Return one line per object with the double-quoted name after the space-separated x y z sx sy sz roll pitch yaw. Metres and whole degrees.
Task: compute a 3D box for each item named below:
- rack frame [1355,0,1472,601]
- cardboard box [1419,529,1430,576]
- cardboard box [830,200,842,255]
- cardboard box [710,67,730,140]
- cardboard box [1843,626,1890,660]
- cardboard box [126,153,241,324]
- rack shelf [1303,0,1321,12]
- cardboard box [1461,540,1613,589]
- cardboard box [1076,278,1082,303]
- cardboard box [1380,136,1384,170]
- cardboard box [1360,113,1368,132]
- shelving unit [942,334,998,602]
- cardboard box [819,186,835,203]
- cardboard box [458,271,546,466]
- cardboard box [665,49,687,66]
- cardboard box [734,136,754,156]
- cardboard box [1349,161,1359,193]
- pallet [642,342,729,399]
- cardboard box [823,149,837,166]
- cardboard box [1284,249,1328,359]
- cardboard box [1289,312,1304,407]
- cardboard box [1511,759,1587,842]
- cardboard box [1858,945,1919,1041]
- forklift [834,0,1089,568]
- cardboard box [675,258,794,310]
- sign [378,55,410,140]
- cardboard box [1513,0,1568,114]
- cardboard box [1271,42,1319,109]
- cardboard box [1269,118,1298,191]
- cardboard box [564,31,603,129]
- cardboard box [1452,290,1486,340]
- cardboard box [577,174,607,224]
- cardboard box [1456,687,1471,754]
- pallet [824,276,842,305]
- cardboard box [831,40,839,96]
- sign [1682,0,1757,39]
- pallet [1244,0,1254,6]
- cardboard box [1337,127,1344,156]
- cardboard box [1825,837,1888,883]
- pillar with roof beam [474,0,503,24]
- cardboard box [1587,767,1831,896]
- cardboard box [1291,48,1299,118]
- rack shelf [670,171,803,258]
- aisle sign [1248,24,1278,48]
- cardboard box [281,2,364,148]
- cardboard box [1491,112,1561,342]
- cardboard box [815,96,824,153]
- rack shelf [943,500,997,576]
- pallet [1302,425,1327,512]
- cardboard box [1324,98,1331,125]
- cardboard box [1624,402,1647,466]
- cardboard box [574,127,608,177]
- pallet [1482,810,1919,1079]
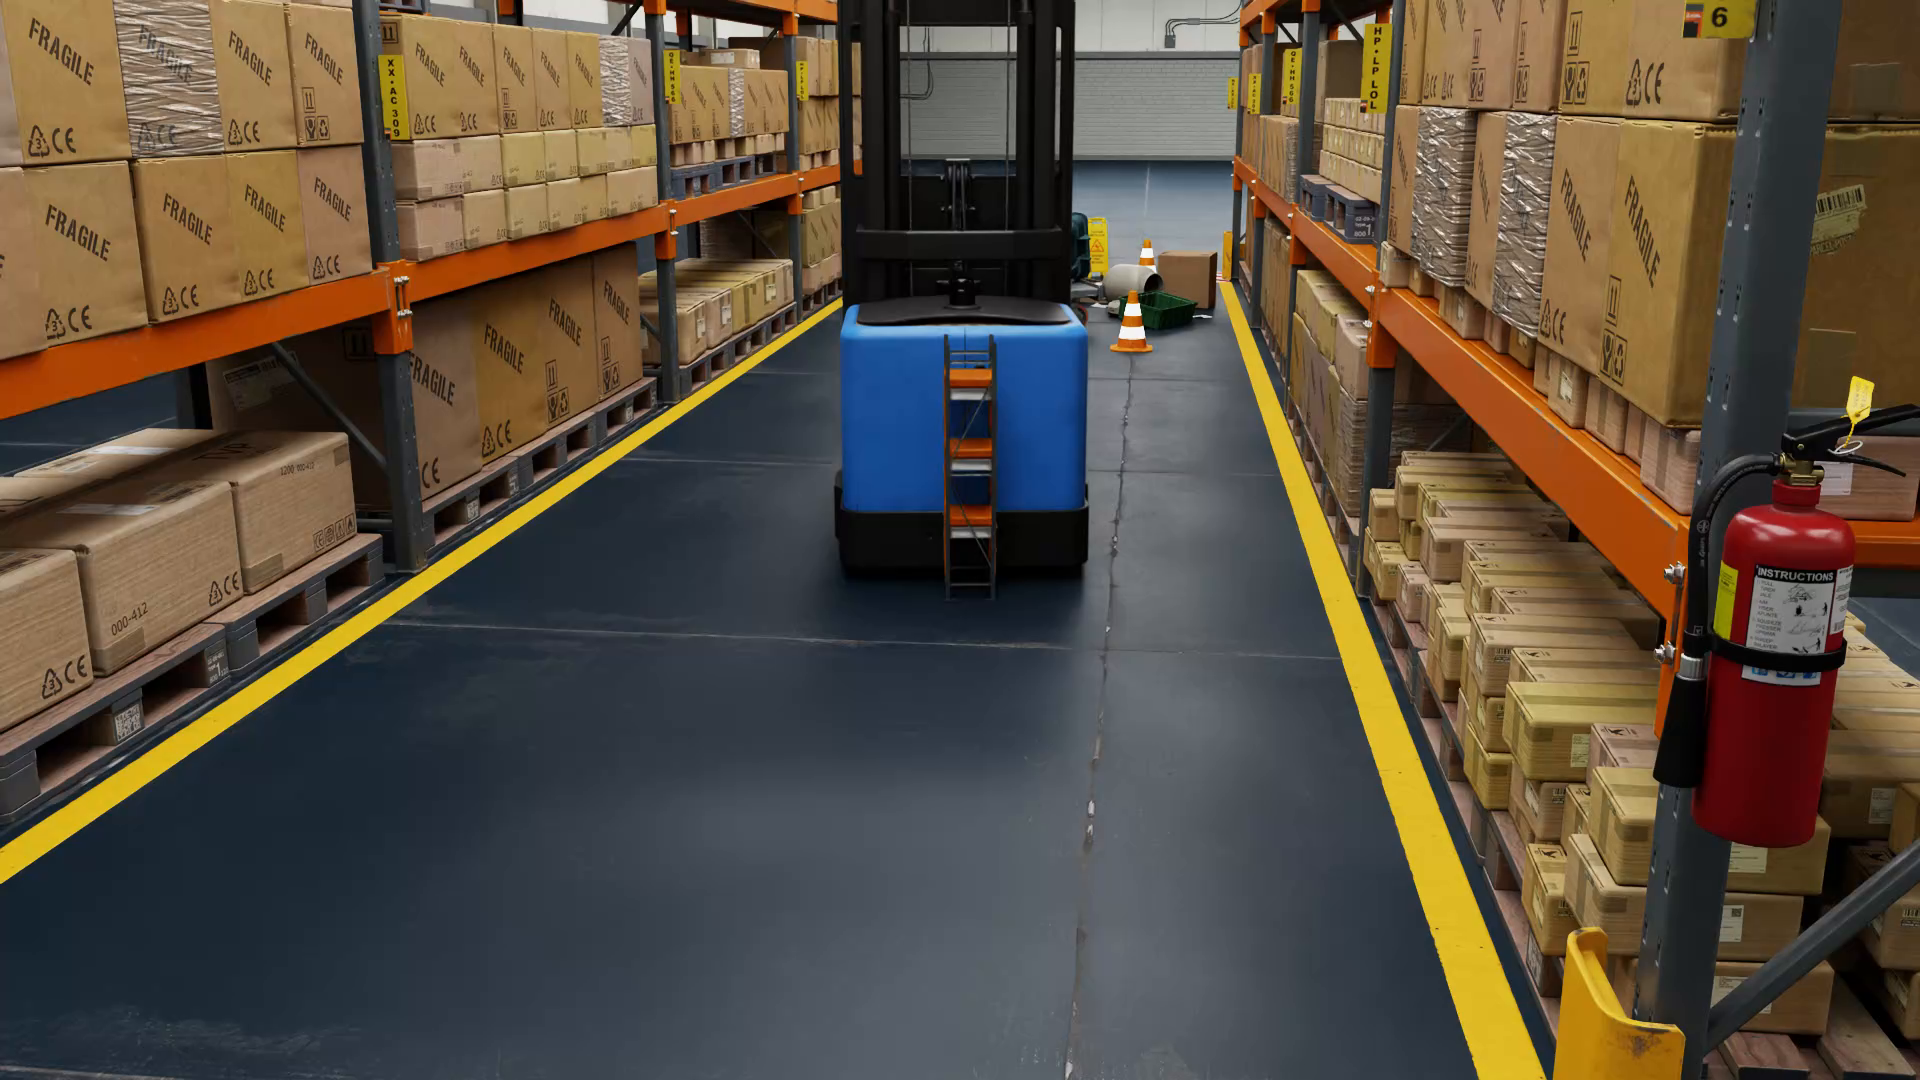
2.121 -1.204 6.369 1.000 3.000 0.127 2 15 6 "rack frame"
1.832 0.043 5.845 0.380 0.149 0.250 2 15 6 "cardboard box"
-1.462 -3.055 16.239 0.500 0.500 0.500 3 15 9 "cardboard box"
-1.971 -3.139 11.958 0.500 0.500 0.500 2 15 7 "cardboard box"
2.121 0.319 4.255 0.380 0.149 0.250 2 15 8 "cardboard box"
-2.701 -0.980 5.348 0.500 0.500 0.500 1 15 5 "cardboard box"
2.347 -2.824 7.990 1.077 0.370 4.000 2 15 6 "rack shelf"
1.742 0.107 5.037 0.380 0.149 0.250 1 15 4 "cardboard box"
0.766 -2.524 15.771 0.797 0.637 0.503 2 15 6 "cardboard box"
2.030 -1.671 7.202 0.380 0.149 0.250 2 15 9 "cardboard box"
2.121 -2.021 7.926 0.380 0.149 0.250 1 15 4 "cardboard box"
0.039 -0.290 6.725 0.215 1.050 0.252 0 15 -2 "shelving unit"
-1.413 -3.328 16.008 0.380 0.149 0.250 3 15 9 "cardboard box"
-2.724 -0.899 8.505 0.875 0.875 0.875 2 15 8 "cardboard box"
-2.330 -3.710 12.828 0.380 0.149 0.250 3 15 9 "cardboard box"
-1.819 -3.074 12.962 0.380 0.149 0.250 2 15 6 "cardboard box"
2.143 -1.802 8.255 0.380 0.149 0.250 1 15 4 "cardboard box"
-2.267 -1.218 11.761 1.003 0.211 1.213 2 15 6 "pallet"
-1.398 -3.681 16.011 0.380 0.149 0.250 2 15 7 "cardboard box"
2.731 -1.514 11.019 1.050 0.750 0.750 1 15 5 "cardboard box"
2.240 -1.062 9.826 0.500 0.500 0.500 1 15 4 "cardboard box"
1.503 0.583 3.847 0.380 0.149 0.250 1 15 4 "cardboard box"
2.047 0.880 3.317 0.380 0.149 0.250 2 15 7 "cardboard box"
-0.025 -1.627 8.065 1.130 2.935 3.031 0 15 -2 "forklift"
-1.962 -2.197 14.269 0.950 0.372 0.625 2 15 7 "cardboard box"
-2.257 -1.764 6.629 0.100 0.325 0.005 2 15 6 "sign"
1.581 -1.234 3.802 0.500 0.500 0.500 2 15 9 "cardboard box"
3.100 -3.967 14.232 0.875 0.550 0.550 2 15 6 "cardboard box"
2.525 -2.807 12.104 0.500 0.500 0.500 2 15 7 "cardboard box"
-2.268 -2.488 9.011 0.500 0.500 0.500 2 15 6 "cardboard box"
1.664 -0.676 4.897 0.380 0.149 0.250 2 15 9 "cardboard box"
-2.271 -1.887 9.181 0.500 0.250 0.500 2 15 6 "cardboard box"
1.598 0.526 4.629 0.380 0.149 0.250 2 15 7 "cardboard box"
-1.730 -2.545 16.670 1.003 0.211 1.213 2 15 6 "pallet"
-1.478 -4.442 15.667 0.700 0.500 0.500 1 15 5 "cardboard box"
1.121 -0.900 2.420 0.100 0.325 0.005 2 15 6 "sign"
3.402 -5.529 16.786 1.003 0.211 1.213 2 15 6 "pallet"
2.235 -2.142 8.944 0.380 0.149 0.250 2 15 7 "cardboard box"
2.071 0.665 3.542 0.380 0.149 0.250 2 15 6 "cardboard box"
-2.406 -8.753 22.792 9.100 9.000 0.400 2 15 6 "pillar with roof beam"
1.478 0.575 3.307 0.380 0.149 0.250 2 15 7 "cardboard box"
2.861 -3.417 12.444 0.700 0.500 0.500 2 15 7 "cardboard box"
-2.131 -2.533 12.660 1.077 0.370 4.000 2 15 6 "rack shelf"
3.185 -5.599 17.640 0.394 0.787 0.004 2 15 6 "aisle sign"
-2.587 -1.724 6.185 0.500 0.500 0.500 2 15 6 "cardboard box"
1.576 -0.748 3.920 0.500 0.500 0.500 2 15 6 "cardboard box"
-1.546 -3.827 15.308 0.500 0.500 0.500 2 15 6 "cardboard box"
0.039 -0.012 6.800 0.215 0.259 0.240 0 15 -2 "rack shelf"
2.343 -0.377 8.653 1.003 0.211 1.213 2 15 6 "pallet"
2.328 -2.495 9.680 0.380 0.149 0.250 2 15 6 "cardboard box"
1.491 -0.202 3.143 0.380 0.149 0.250 2 15 6 "cardboard box"
-2.251 -2.131 9.125 0.500 0.250 0.500 1 15 5 "cardboard box"
1.806 0.950 3.745 1.003 0.211 1.213 2 15 6 "pallet"
